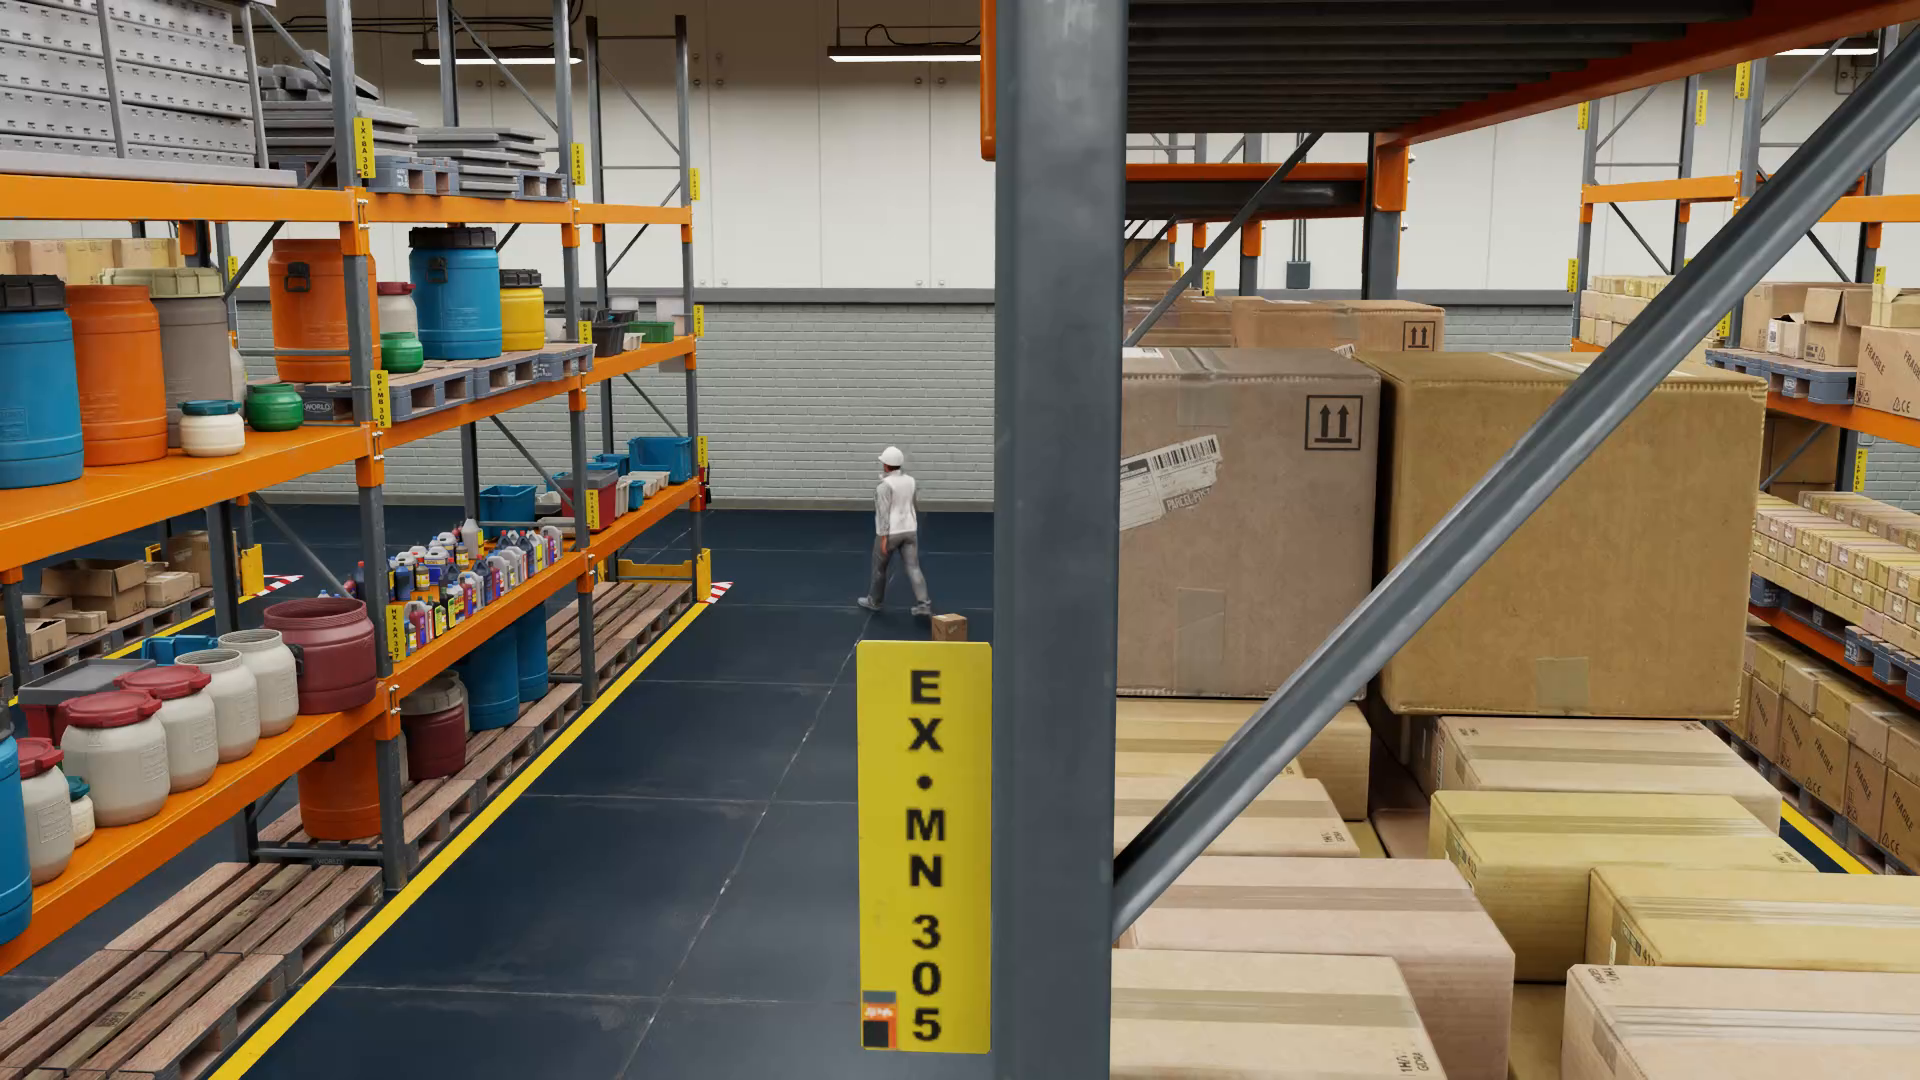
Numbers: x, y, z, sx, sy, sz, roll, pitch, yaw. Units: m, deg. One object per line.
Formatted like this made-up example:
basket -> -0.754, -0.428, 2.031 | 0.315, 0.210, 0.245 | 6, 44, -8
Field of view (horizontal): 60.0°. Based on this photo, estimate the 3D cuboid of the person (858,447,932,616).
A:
person -> -0.635, -0.085, 16.873 | 0.561, 1.724, 1.056 | -8, 13, -36
